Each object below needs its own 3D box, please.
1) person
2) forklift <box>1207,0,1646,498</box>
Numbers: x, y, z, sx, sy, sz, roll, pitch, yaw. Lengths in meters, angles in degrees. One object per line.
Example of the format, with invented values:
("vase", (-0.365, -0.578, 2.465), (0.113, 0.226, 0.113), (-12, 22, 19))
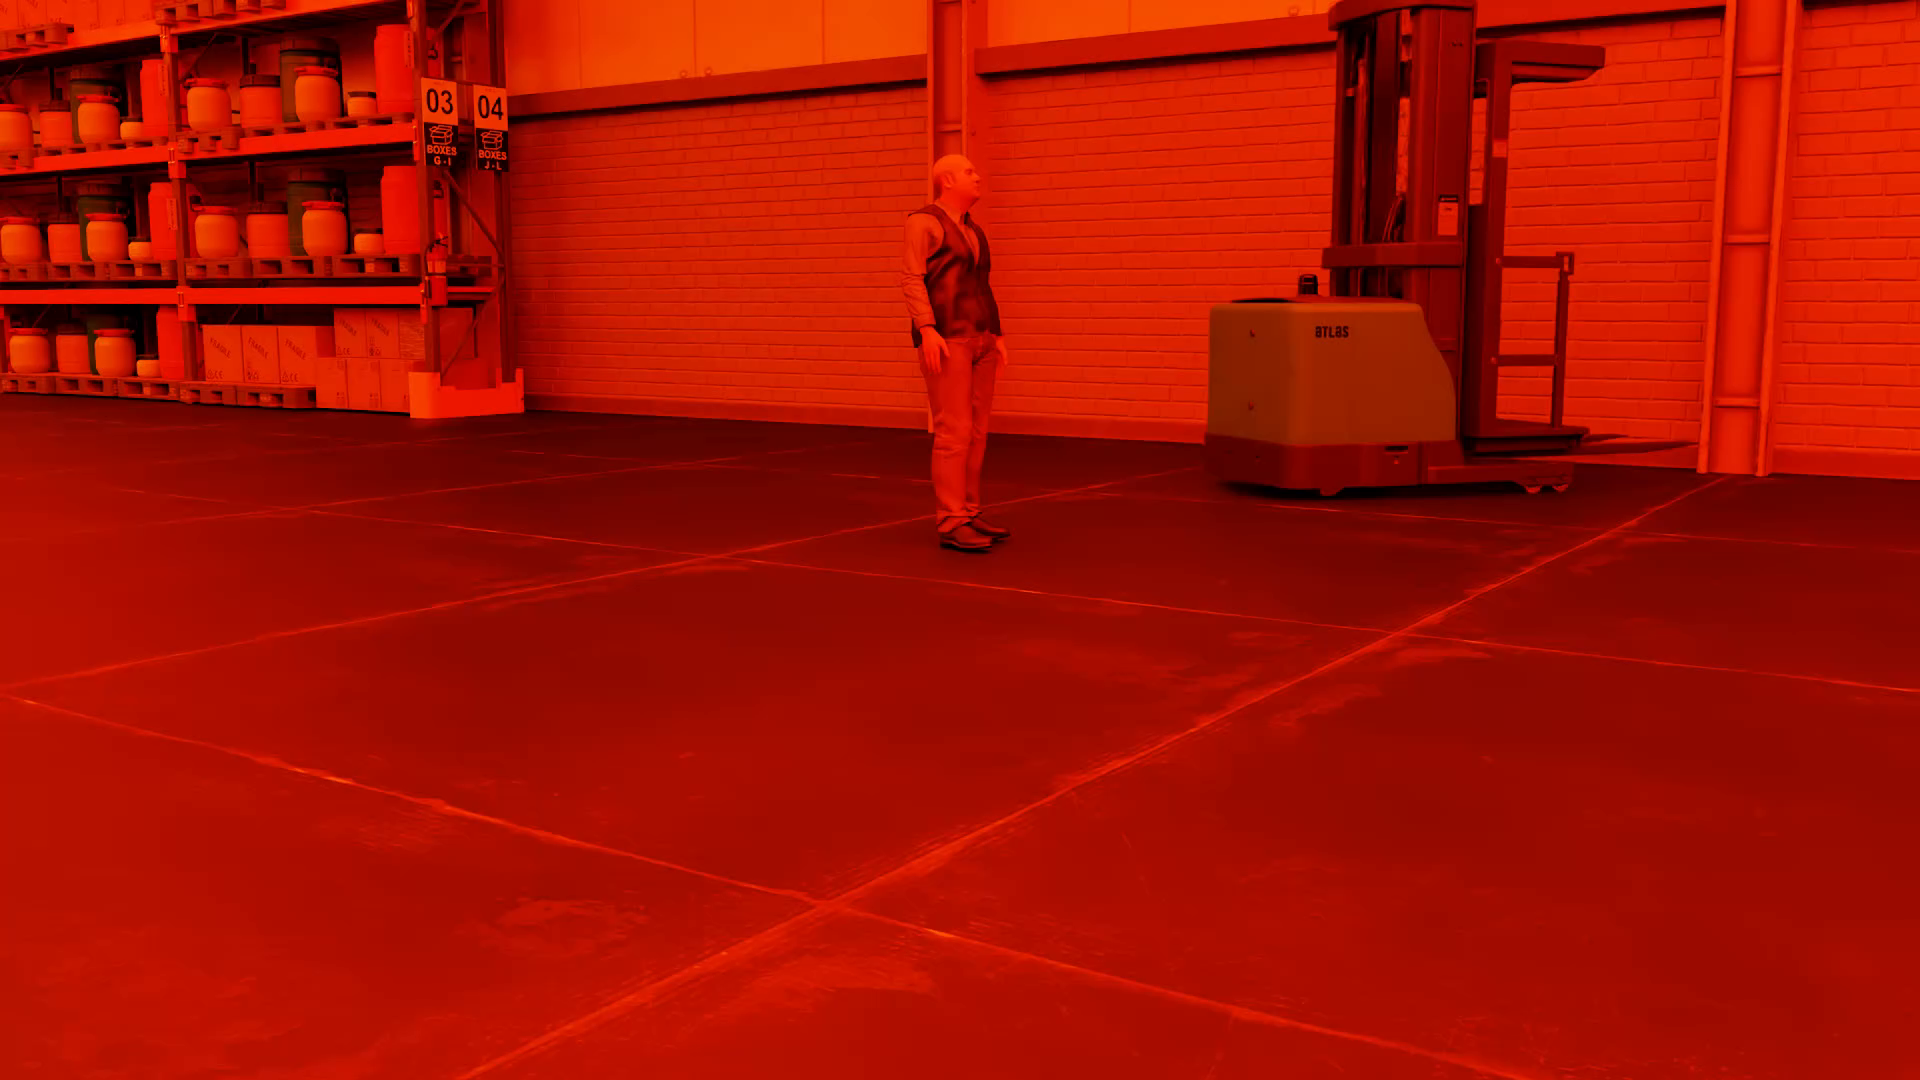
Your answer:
("person", (0.047, -0.854, 7.440), (0.568, 1.720, 0.632), (5, 10, 34))
("forklift", (2.956, -1.812, 9.932), (3.031, 2.935, 1.130), (-5, 10, -33))
